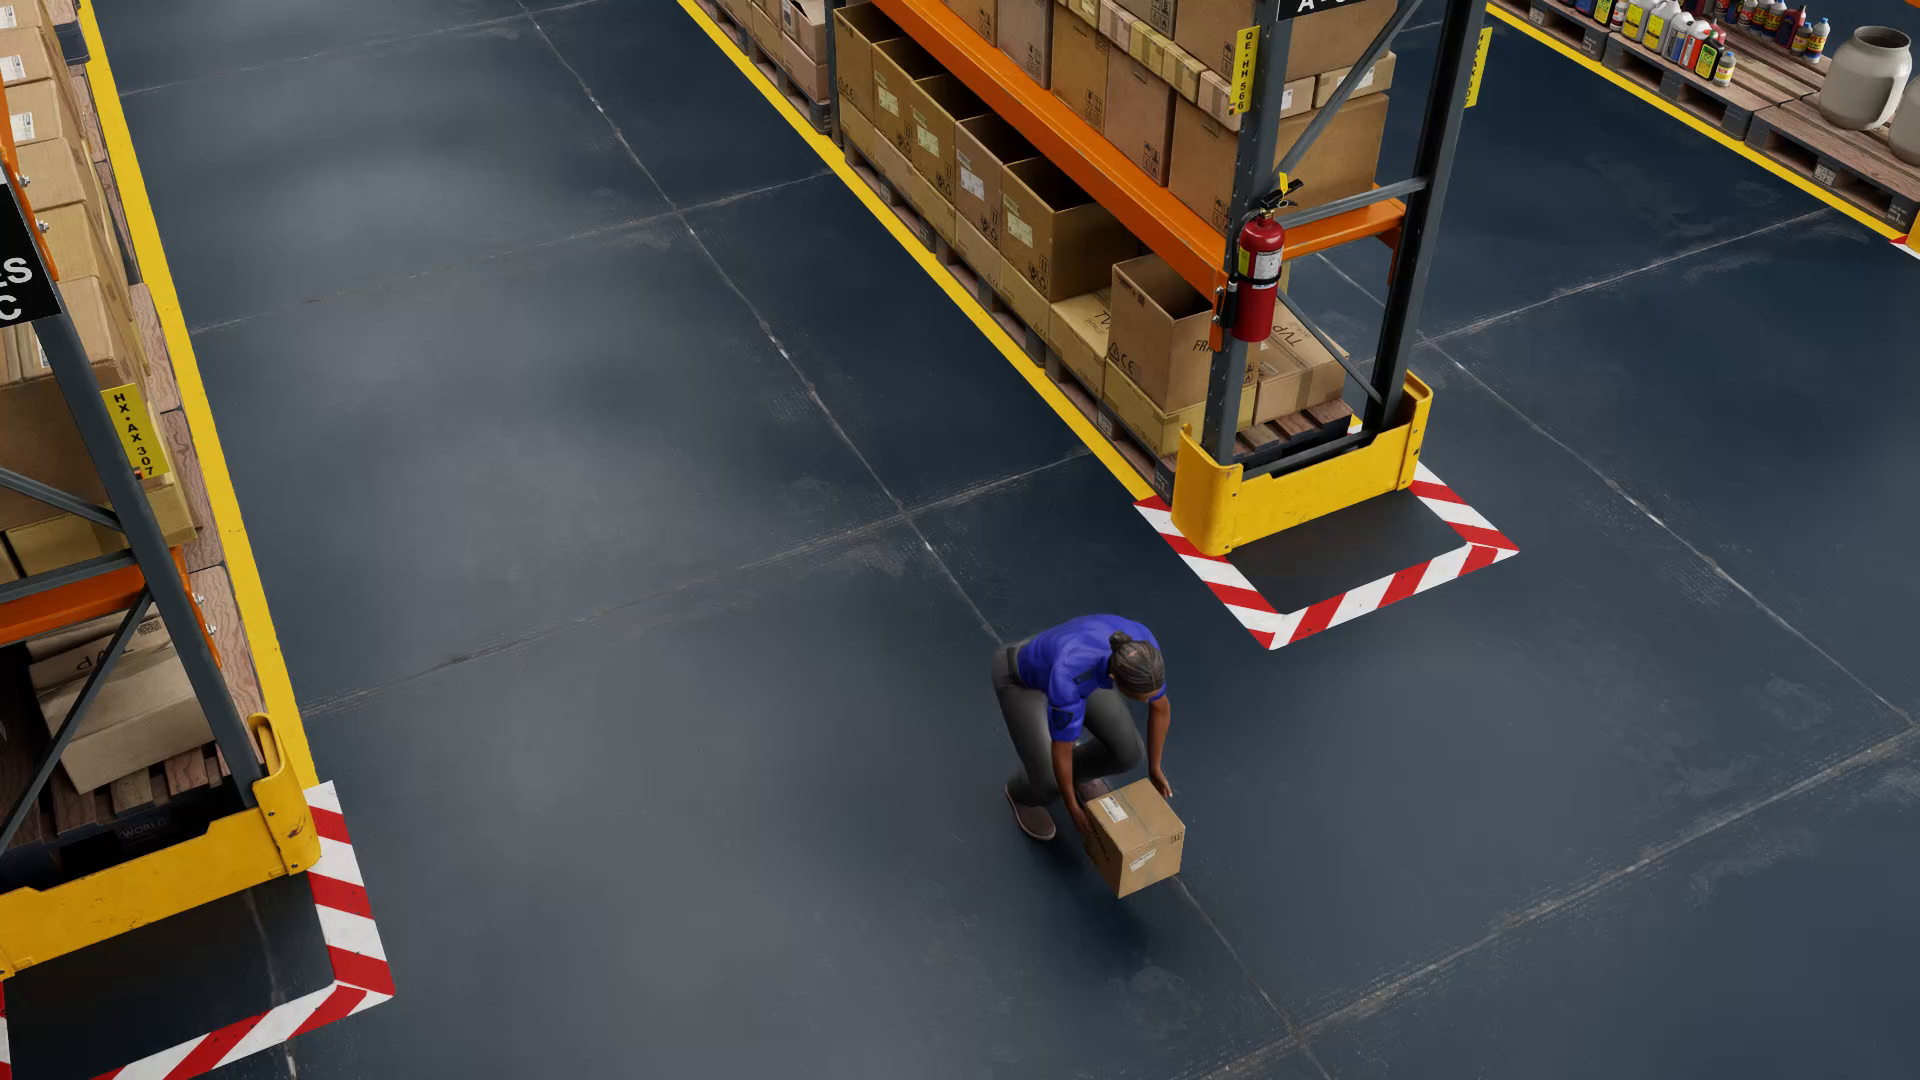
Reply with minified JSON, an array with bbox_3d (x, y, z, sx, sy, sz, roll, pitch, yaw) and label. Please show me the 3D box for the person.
[{"bbox_3d":[0.436,0.612,5.885,0.498,1.117,0.740,-19,45,-20],"label":"person"}]
